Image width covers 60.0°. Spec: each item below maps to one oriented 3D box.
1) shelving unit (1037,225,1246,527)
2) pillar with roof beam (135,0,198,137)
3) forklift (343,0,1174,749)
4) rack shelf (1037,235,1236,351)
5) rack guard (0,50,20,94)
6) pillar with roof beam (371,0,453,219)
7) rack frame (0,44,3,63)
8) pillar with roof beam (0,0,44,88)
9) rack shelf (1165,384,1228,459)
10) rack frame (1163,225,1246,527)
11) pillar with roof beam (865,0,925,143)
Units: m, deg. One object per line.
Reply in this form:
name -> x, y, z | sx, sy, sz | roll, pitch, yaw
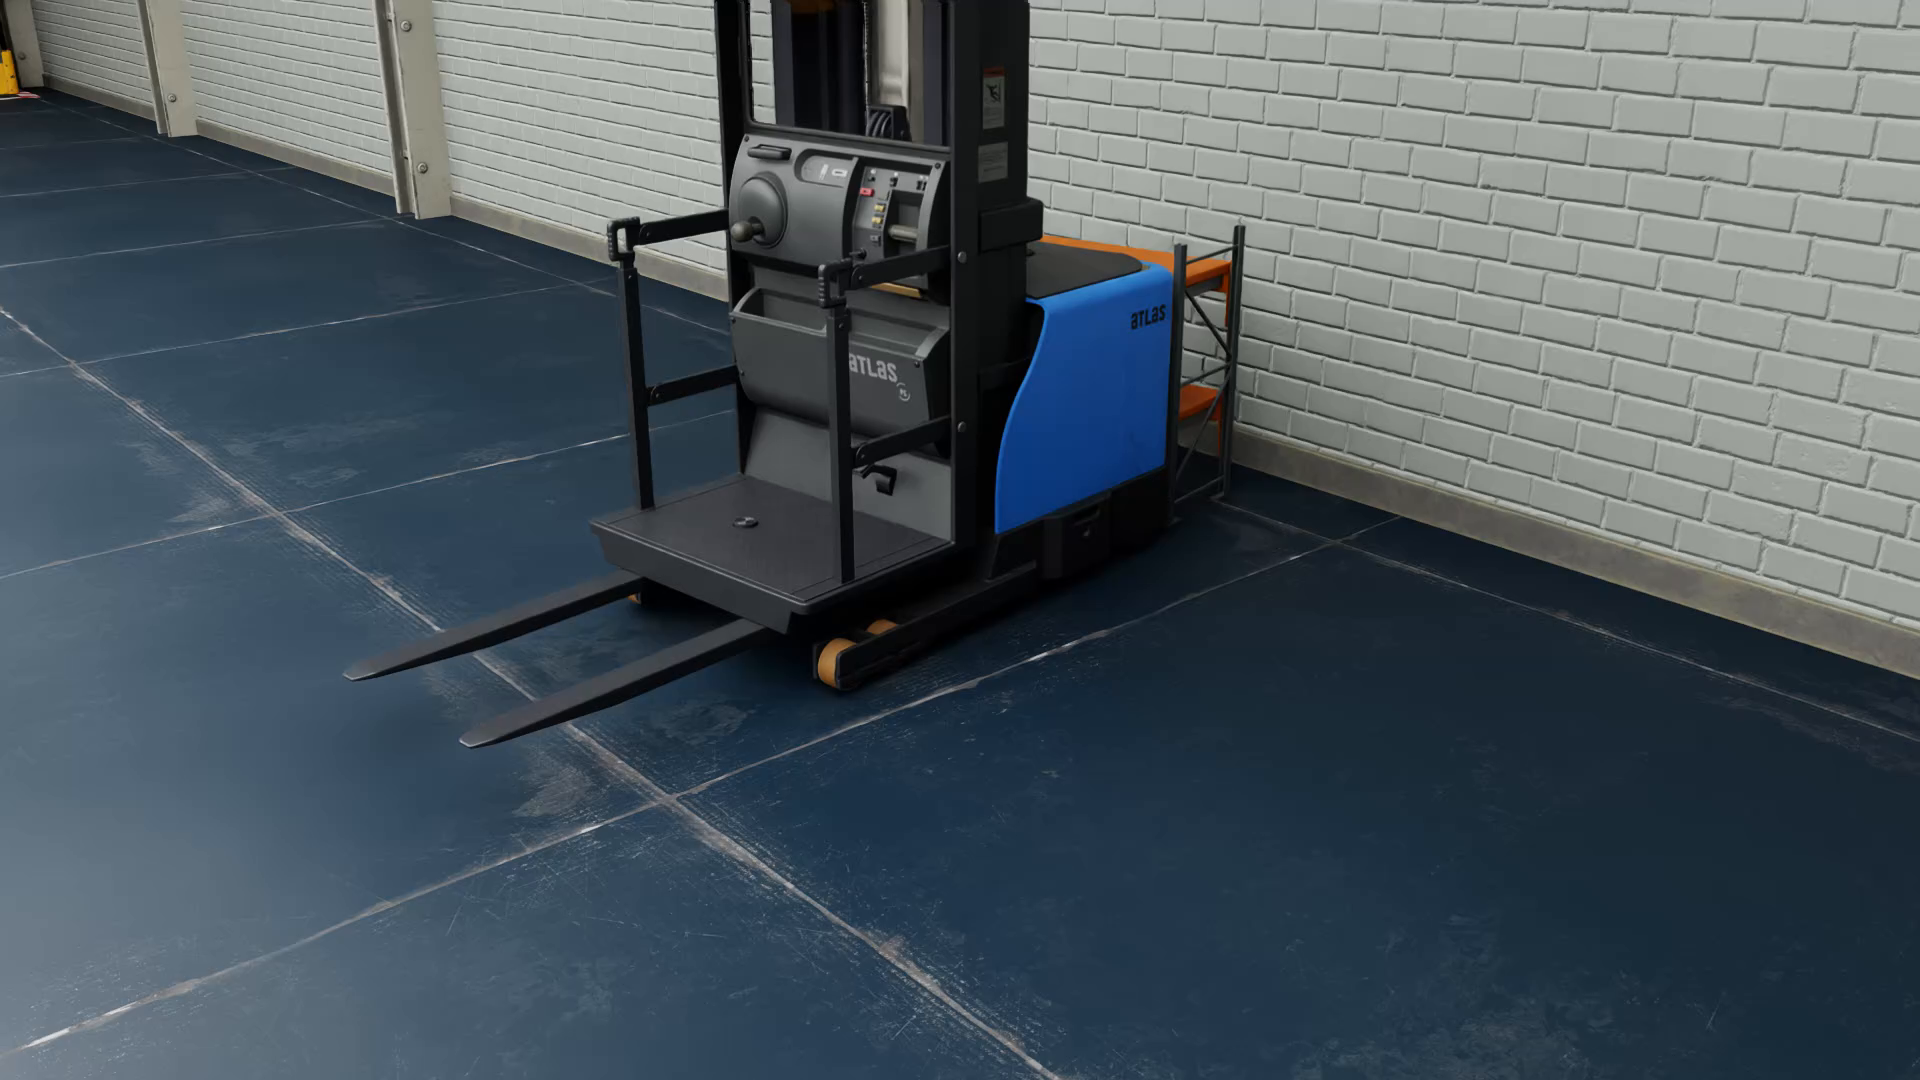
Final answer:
shelving unit -> 0.562, -0.762, 6.887 | 1.048, 1.125, 0.538 | 16, 26, 34
pillar with roof beam -> -11.352, -7.378, 12.982 | 9.100, 9.000, 0.400 | -17, 27, -37
forklift -> -0.553, -1.094, 5.259 | 1.130, 2.935, 3.031 | 18, 28, 38
rack shelf -> 0.562, -1.034, 6.780 | 1.000, 0.278, 0.538 | 16, 26, 34
rack guard -> -12.220, -5.689, 20.325 | 1.175, 0.500, 0.348 | -17, 27, -37
pillar with roof beam -> -7.436, -5.720, 8.749 | 9.100, 9.000, 0.400 | -17, 27, -37
rack frame -> -12.236, -6.860, 19.886 | 1.000, 3.000, 0.127 | -17, 27, -37
pillar with roof beam -> -15.269, -9.036, 17.214 | 9.100, 9.000, 0.400 | -17, 27, -37
rack shelf -> 0.562, -0.534, 6.976 | 1.000, 0.278, 0.538 | 16, 26, 34
rack frame -> 0.966, -0.649, 6.600 | 0.032, 1.125, 0.500 | 16, 26, 34
pillar with roof beam -> -3.519, -4.062, 4.517 | 9.100, 9.000, 0.400 | -17, 27, -37
